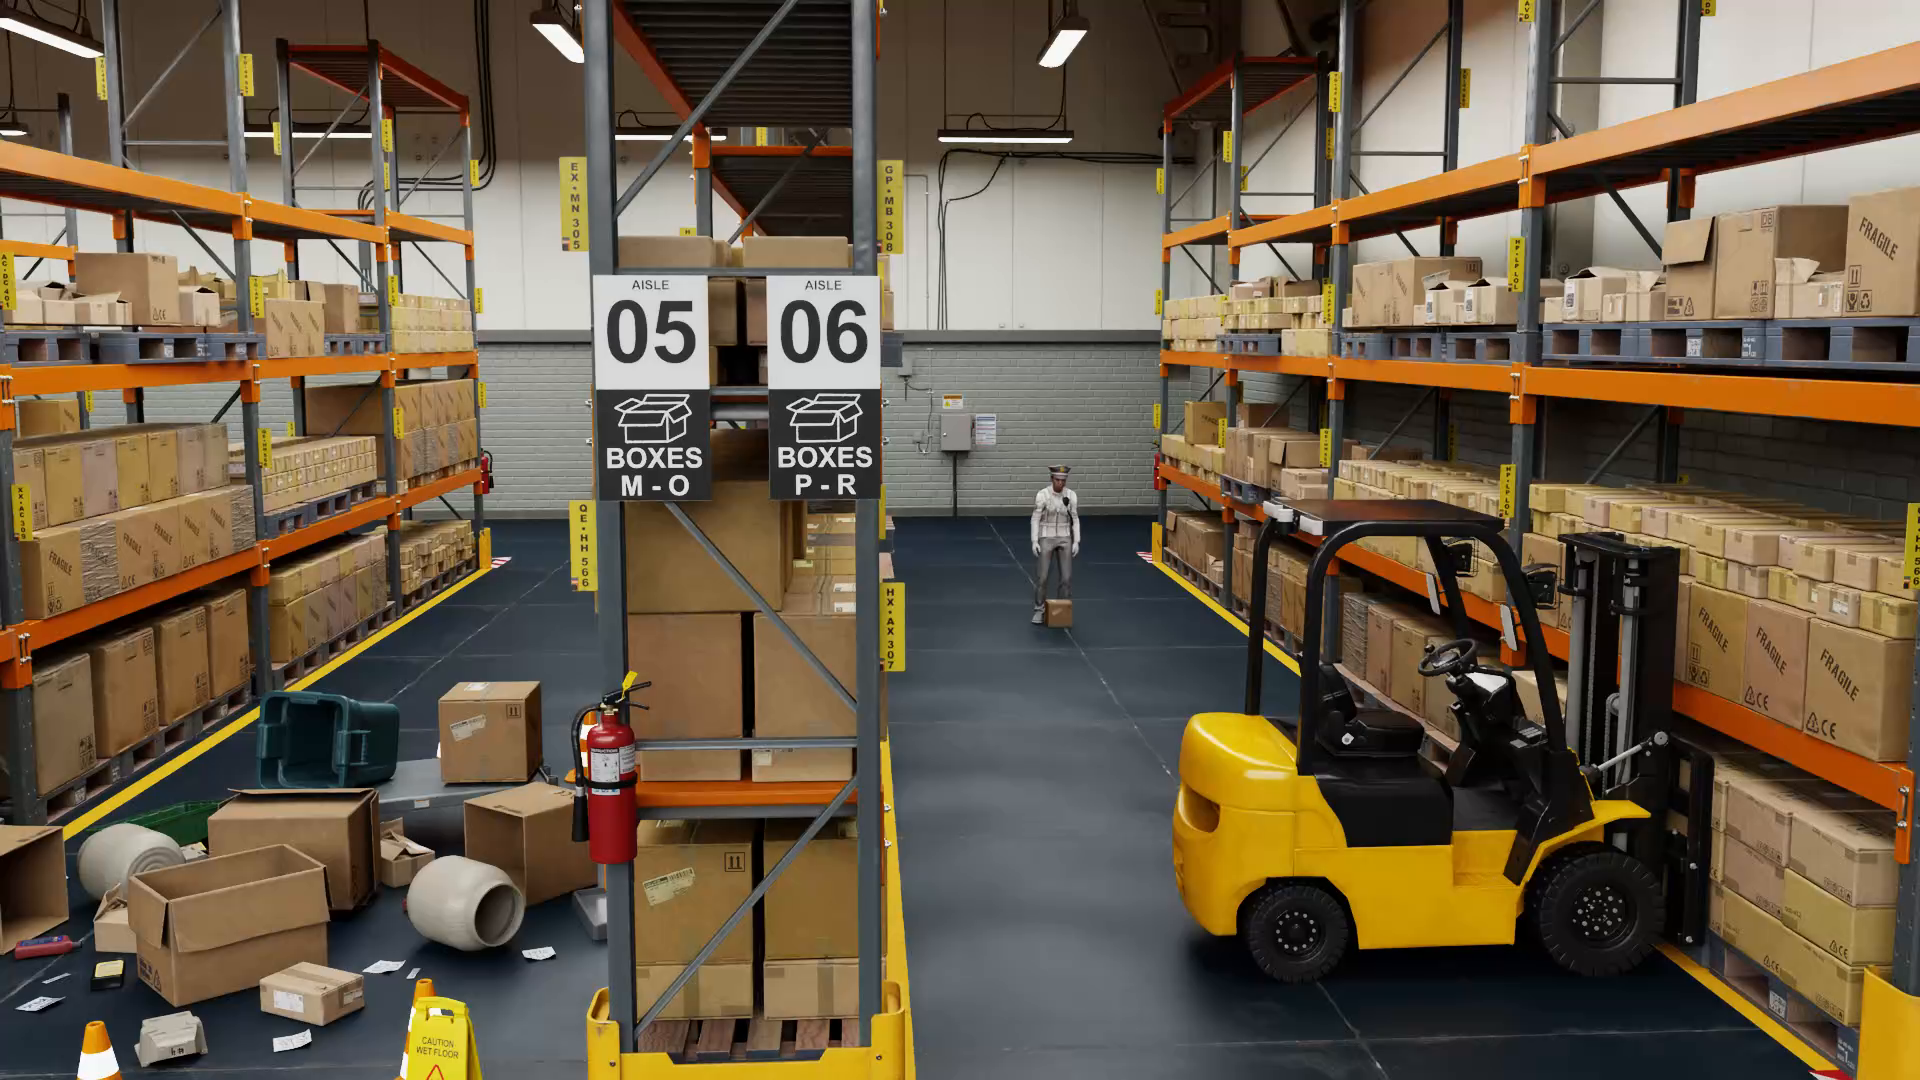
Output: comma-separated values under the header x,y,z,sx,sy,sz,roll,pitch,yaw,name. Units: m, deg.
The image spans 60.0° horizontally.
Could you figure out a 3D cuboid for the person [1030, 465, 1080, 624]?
x,y,z,sx,sy,sz,roll,pitch,yaw,name
0.997,0.035,17.450,0.529,1.663,0.374,0,7,-3,person
